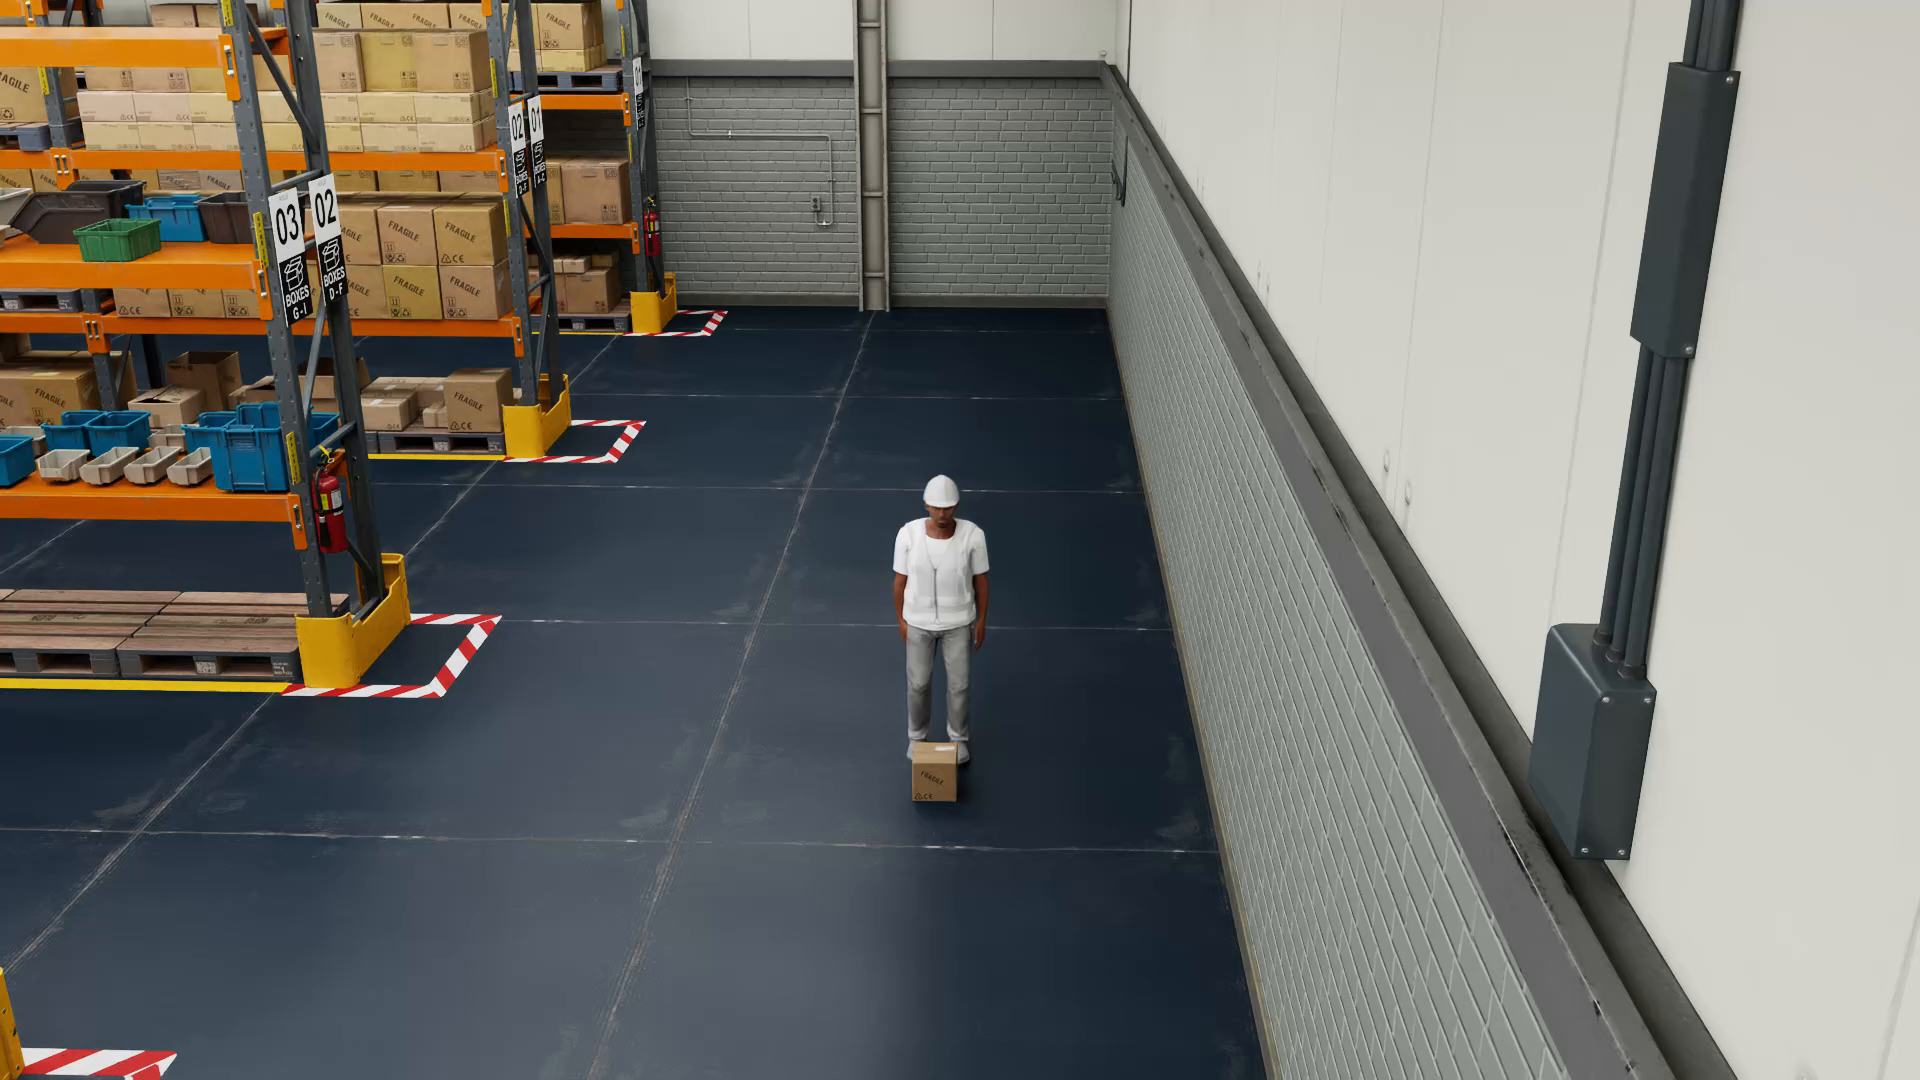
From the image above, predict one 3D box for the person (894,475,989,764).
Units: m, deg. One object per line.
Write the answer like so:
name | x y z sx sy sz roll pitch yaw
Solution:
person | -0.111 0.486 9.813 0.563 1.792 0.370 1 21 3
